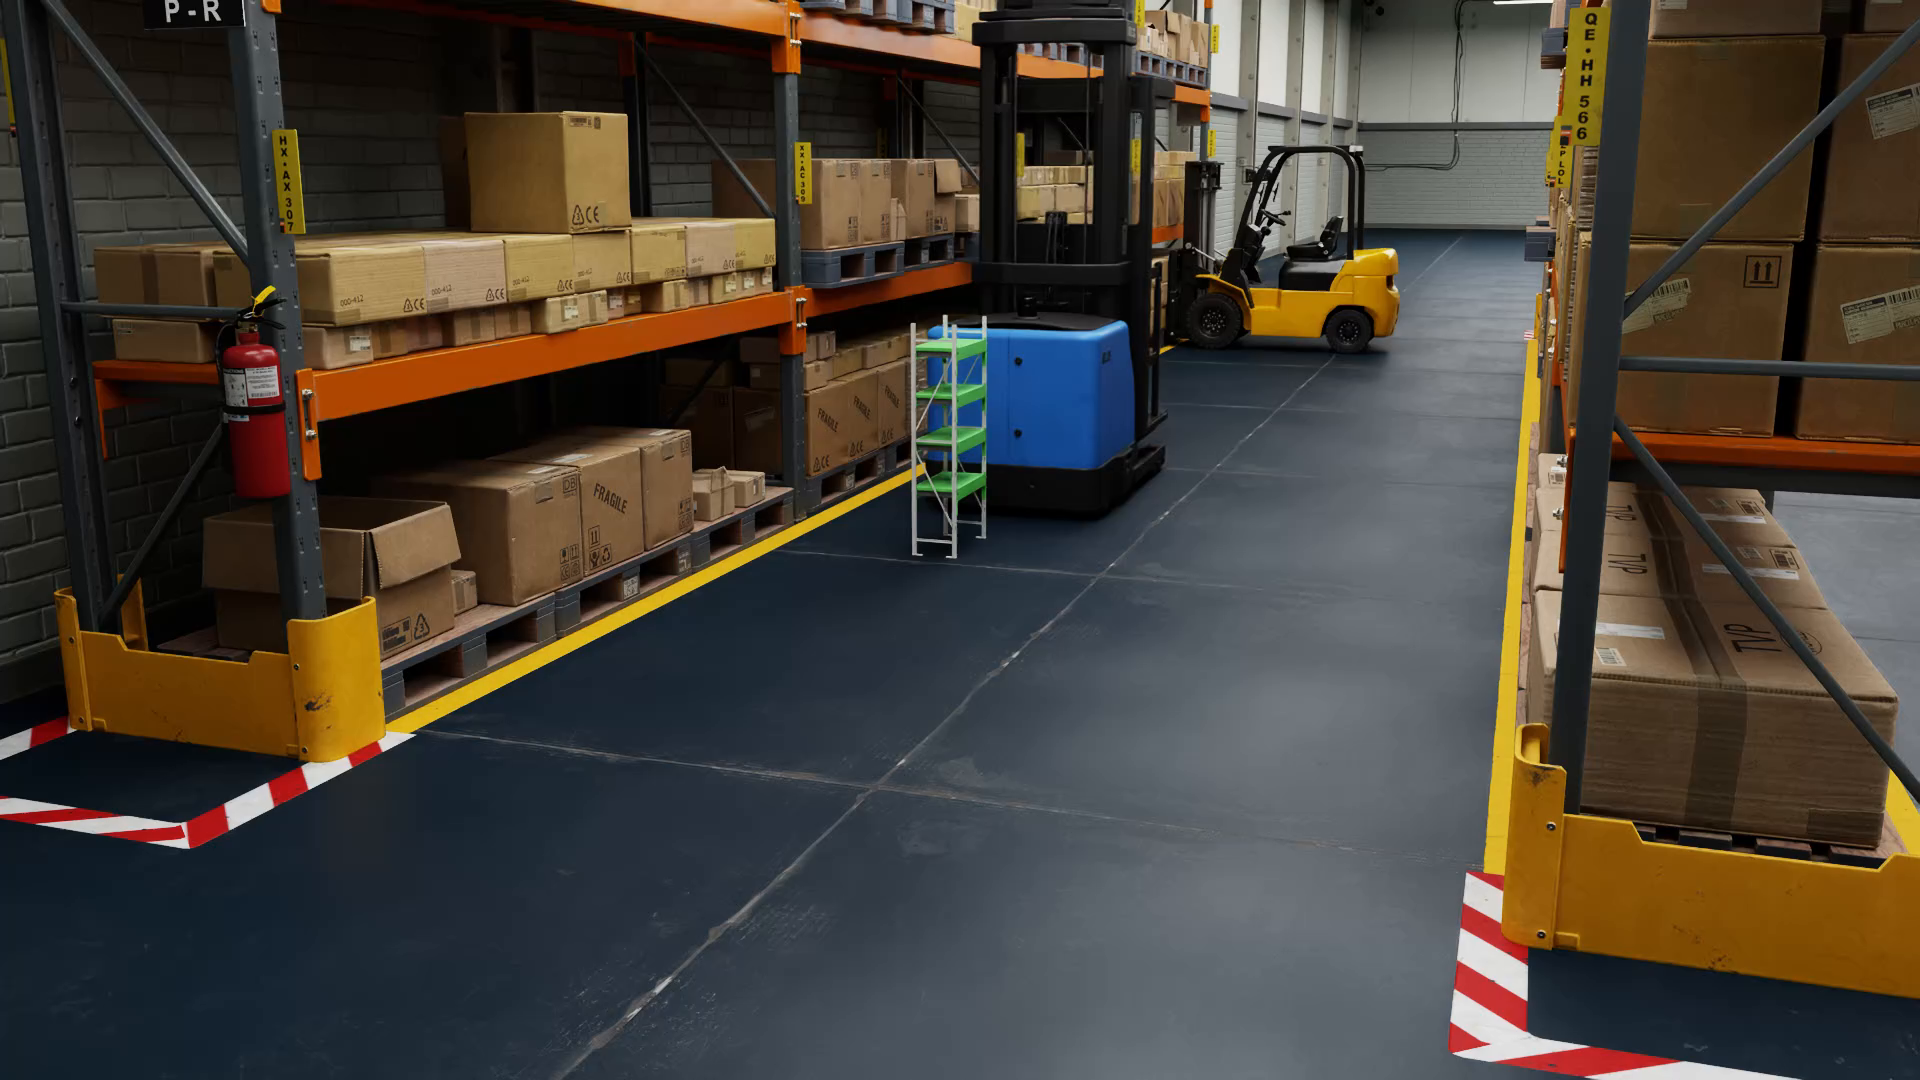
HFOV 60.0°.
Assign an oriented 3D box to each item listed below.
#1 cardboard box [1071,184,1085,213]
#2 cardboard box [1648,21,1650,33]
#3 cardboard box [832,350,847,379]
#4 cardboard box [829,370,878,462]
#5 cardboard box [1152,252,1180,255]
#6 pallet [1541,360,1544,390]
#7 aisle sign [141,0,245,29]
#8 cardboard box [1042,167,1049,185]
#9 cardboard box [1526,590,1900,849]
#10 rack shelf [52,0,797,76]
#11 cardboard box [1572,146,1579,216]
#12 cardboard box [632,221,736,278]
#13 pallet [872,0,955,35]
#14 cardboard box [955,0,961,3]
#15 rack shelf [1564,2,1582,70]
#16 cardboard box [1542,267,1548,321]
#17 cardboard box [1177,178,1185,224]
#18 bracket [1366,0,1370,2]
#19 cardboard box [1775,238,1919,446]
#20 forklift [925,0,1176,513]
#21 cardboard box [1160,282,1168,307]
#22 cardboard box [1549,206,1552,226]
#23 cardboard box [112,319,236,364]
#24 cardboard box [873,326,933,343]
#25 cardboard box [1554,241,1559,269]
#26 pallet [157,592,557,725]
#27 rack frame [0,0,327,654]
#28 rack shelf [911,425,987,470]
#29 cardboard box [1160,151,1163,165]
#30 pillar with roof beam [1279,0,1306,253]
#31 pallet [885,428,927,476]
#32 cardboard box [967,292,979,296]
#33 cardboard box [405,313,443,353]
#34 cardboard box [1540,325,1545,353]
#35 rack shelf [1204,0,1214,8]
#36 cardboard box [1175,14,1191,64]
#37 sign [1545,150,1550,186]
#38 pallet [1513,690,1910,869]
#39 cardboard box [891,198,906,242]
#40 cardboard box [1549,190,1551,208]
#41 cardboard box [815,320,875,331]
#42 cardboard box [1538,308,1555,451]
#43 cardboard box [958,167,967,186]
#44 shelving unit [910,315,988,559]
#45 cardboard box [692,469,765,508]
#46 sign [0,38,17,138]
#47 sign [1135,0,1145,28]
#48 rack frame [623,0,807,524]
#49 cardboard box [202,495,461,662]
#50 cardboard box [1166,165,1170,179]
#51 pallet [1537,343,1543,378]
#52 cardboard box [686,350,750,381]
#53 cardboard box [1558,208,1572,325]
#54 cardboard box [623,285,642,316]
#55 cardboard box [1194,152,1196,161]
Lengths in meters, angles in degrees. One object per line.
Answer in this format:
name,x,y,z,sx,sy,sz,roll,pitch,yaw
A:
cardboard box,0.791,-3.016,14.675,0.500,0.250,0.500,5,14,19
cardboard box,2.021,-1.403,4.463,0.380,0.149,0.250,5,14,19
cardboard box,-0.912,-1.081,10.200,0.380,0.149,0.250,4,13,15
cardboard box,-0.836,-0.788,10.375,0.500,0.500,0.500,4,14,18
cardboard box,2.347,-3.148,19.027,0.500,0.250,0.500,5,14,19
pallet,5.667,-1.408,14.683,1.003,0.211,1.213,4,14,18
aisle sign,-2.407,-1.993,5.139,0.394,0.787,0.004,4,14,18
cardboard box,0.524,-3.025,13.818,0.380,0.149,0.250,5,14,19
cardboard box,2.154,0.493,4.900,0.875,0.438,0.875,4,13,16
rack shelf,-2.016,-2.294,7.175,1.077,0.370,4.000,4,14,18
cardboard box,2.435,-1.382,5.829,0.500,0.500,0.500,4,14,18
cardboard box,-1.450,-1.444,8.244,0.500,0.250,0.500,4,14,19
pallet,-0.758,-3.325,10.498,1.213,0.211,1.003,4,14,18
cardboard box,-0.212,-3.776,11.489,0.380,0.149,0.250,4,14,18
rack shelf,3.977,-2.780,9.302,1.077,0.370,4.000,4,14,18
cardboard box,6.018,-2.413,16.367,0.500,0.500,0.500,5,14,19
cardboard box,2.261,-3.840,18.847,0.500,0.500,0.500,4,13,17
bracket,10.511,-14.389,43.720,0.076,0.066,4.783,4,14,18
cardboard box,2.462,-0.534,4.362,0.500,0.500,0.500,4,14,18
forklift,0.729,-1.870,10.595,1.130,2.935,3.031,4,13,17
cardboard box,2.003,-2.687,18.131,0.500,0.250,0.500,4,14,18
cardboard box,4.729,-2.487,12.764,0.380,0.149,0.250,5,14,19
cardboard box,-2.809,-0.728,6.002,0.380,0.149,0.250,4,14,18
cardboard box,-0.389,-1.409,11.637,0.380,0.149,0.250,4,13,18
cardboard box,4.227,-1.931,11.046,0.500,0.250,0.500,4,13,17
pallet,-2.381,0.414,6.700,1.003,0.211,1.213,4,14,18
rack frame,-2.663,-0.762,5.584,1.000,3.000,0.127,4,14,18
rack shelf,-0.054,-0.488,8.716,0.258,0.148,0.480,4,14,18
cardboard box,2.010,-4.175,18.186,0.380,0.149,0.250,4,14,19
pillar with roof beam,11.334,-10.453,34.565,9.100,9.000,0.400,4,14,18
pallet,-0.748,-0.676,11.475,1.003,0.211,1.213,4,14,18
cardboard box,0.562,-1.903,14.978,0.875,0.625,0.625,4,13,16
cardboard box,-2.206,-0.803,6.331,0.380,0.149,0.250,4,14,18
cardboard box,5.855,-1.940,15.981,0.500,0.250,0.500,5,14,21
rack shelf,1.867,-6.088,17.955,1.077,0.370,4.000,4,14,18
cardboard box,2.176,-5.576,18.542,0.700,0.500,0.500,4,14,19
sign,5.402,-3.391,15.159,0.100,0.325,0.005,4,14,18
pallet,2.220,0.781,5.094,1.003,0.211,1.213,4,14,18
cardboard box,-0.556,-2.008,10.402,0.396,0.266,0.258,5,14,21
cardboard box,6.632,-3.779,17.909,0.500,0.500,0.500,5,14,20
cardboard box,-0.830,-1.498,12.027,0.380,0.149,0.250,4,13,16
cardboard box,4.029,-0.931,10.158,0.875,0.875,0.875,5,14,19
cardboard box,-0.160,-2.894,13.244,0.380,0.149,0.250,5,14,20
shelving unit,-0.054,-0.550,8.702,0.258,1.200,0.503,4,14,18
cardboard box,-1.271,-0.280,8.937,0.380,0.149,0.250,4,13,17
sign,-3.181,-1.524,5.613,0.100,0.325,0.005,4,14,18
sign,1.737,-5.119,16.065,0.100,0.325,0.005,4,14,18
rack frame,-1.368,-1.604,9.274,1.000,3.000,0.127,4,14,18
cardboard box,-2.375,0.129,6.349,0.797,0.503,0.637,4,13,16
cardboard box,2.091,-4.025,18.201,0.380,0.149,0.250,4,13,17
pallet,6.102,-1.716,16.032,1.003,0.211,1.213,4,14,18
cardboard box,-1.442,-1.060,10.108,0.380,0.149,0.250,4,14,18
cardboard box,2.763,-1.110,6.887,0.500,0.500,0.500,4,14,19
cardboard box,-1.713,-1.128,7.753,0.380,0.149,0.250,5,14,19
cardboard box,2.598,-4.550,19.830,0.380,0.149,0.250,4,14,19
